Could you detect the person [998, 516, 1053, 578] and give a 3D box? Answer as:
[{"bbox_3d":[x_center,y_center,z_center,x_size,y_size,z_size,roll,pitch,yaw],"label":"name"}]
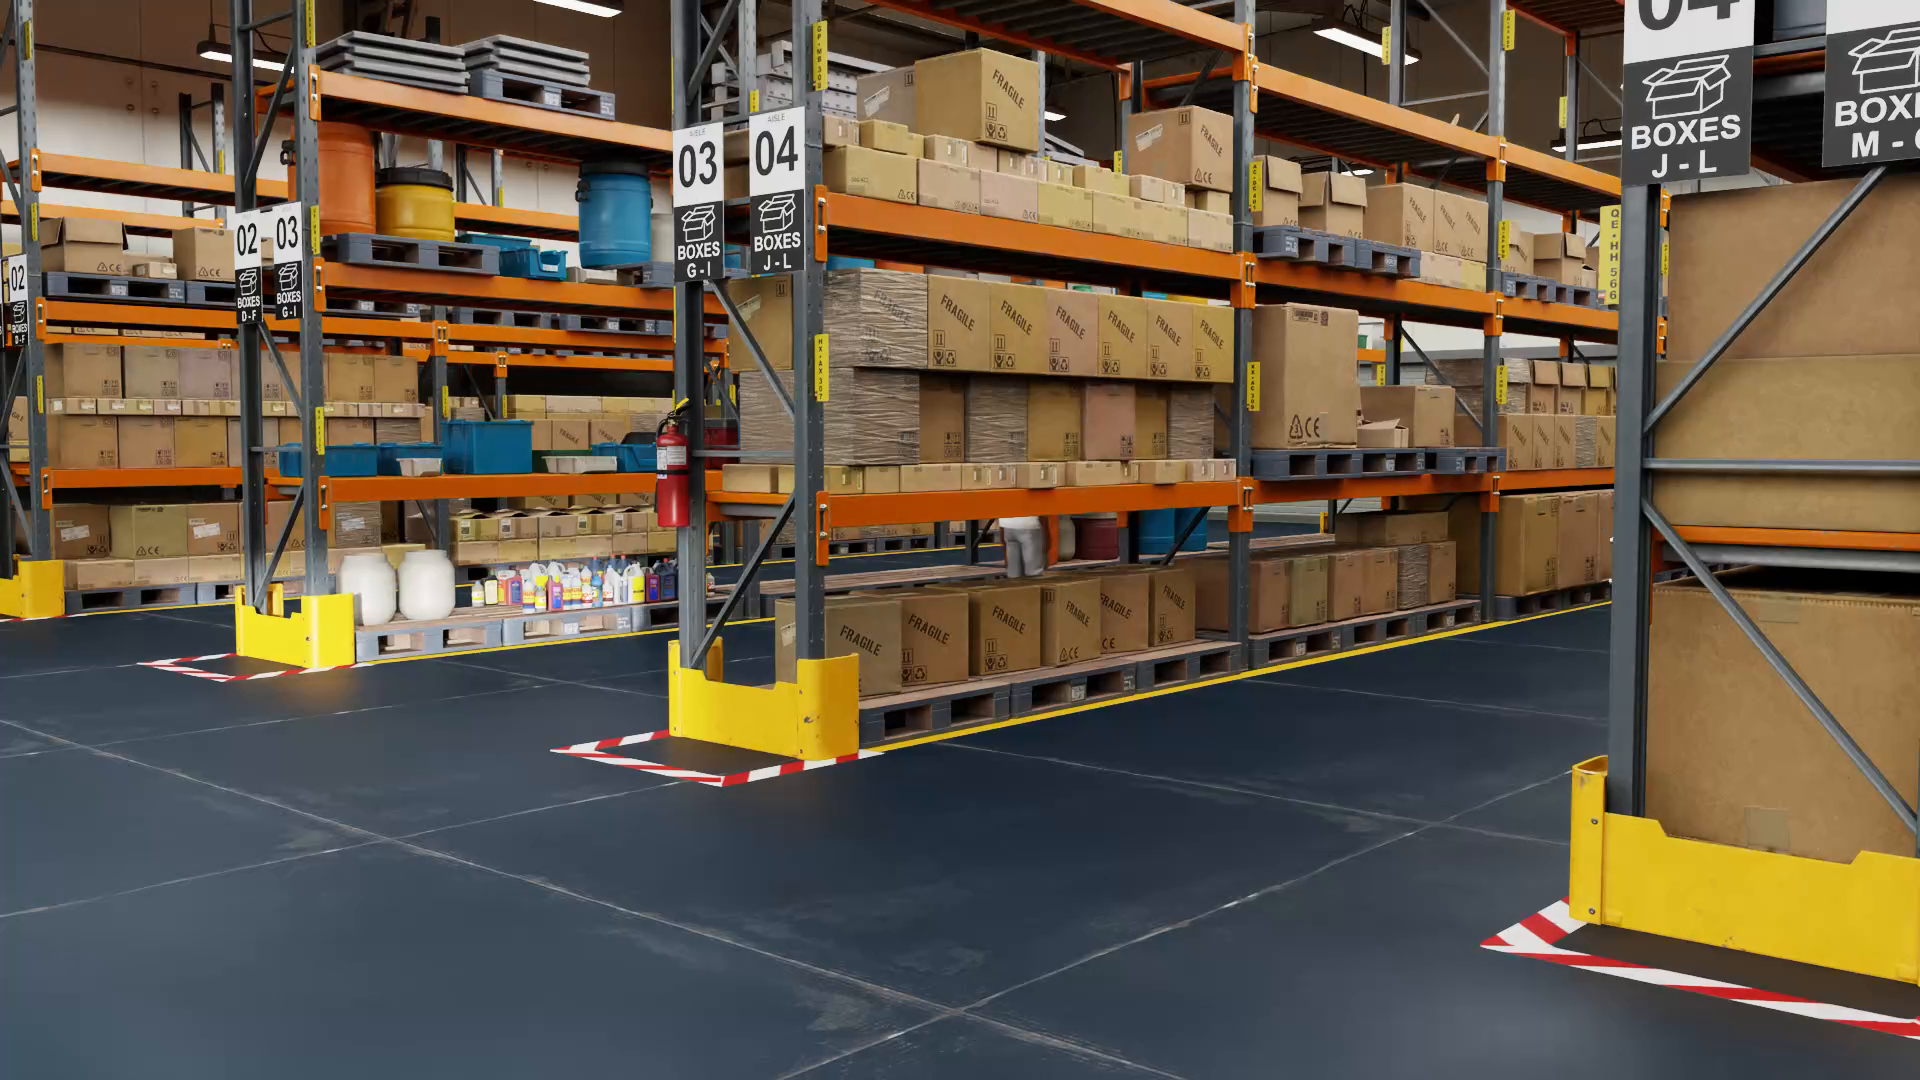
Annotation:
[{"bbox_3d":[0.492,-0.068,12.641,0.370,1.788,0.583,-3,4,-36],"label":"person"}]
